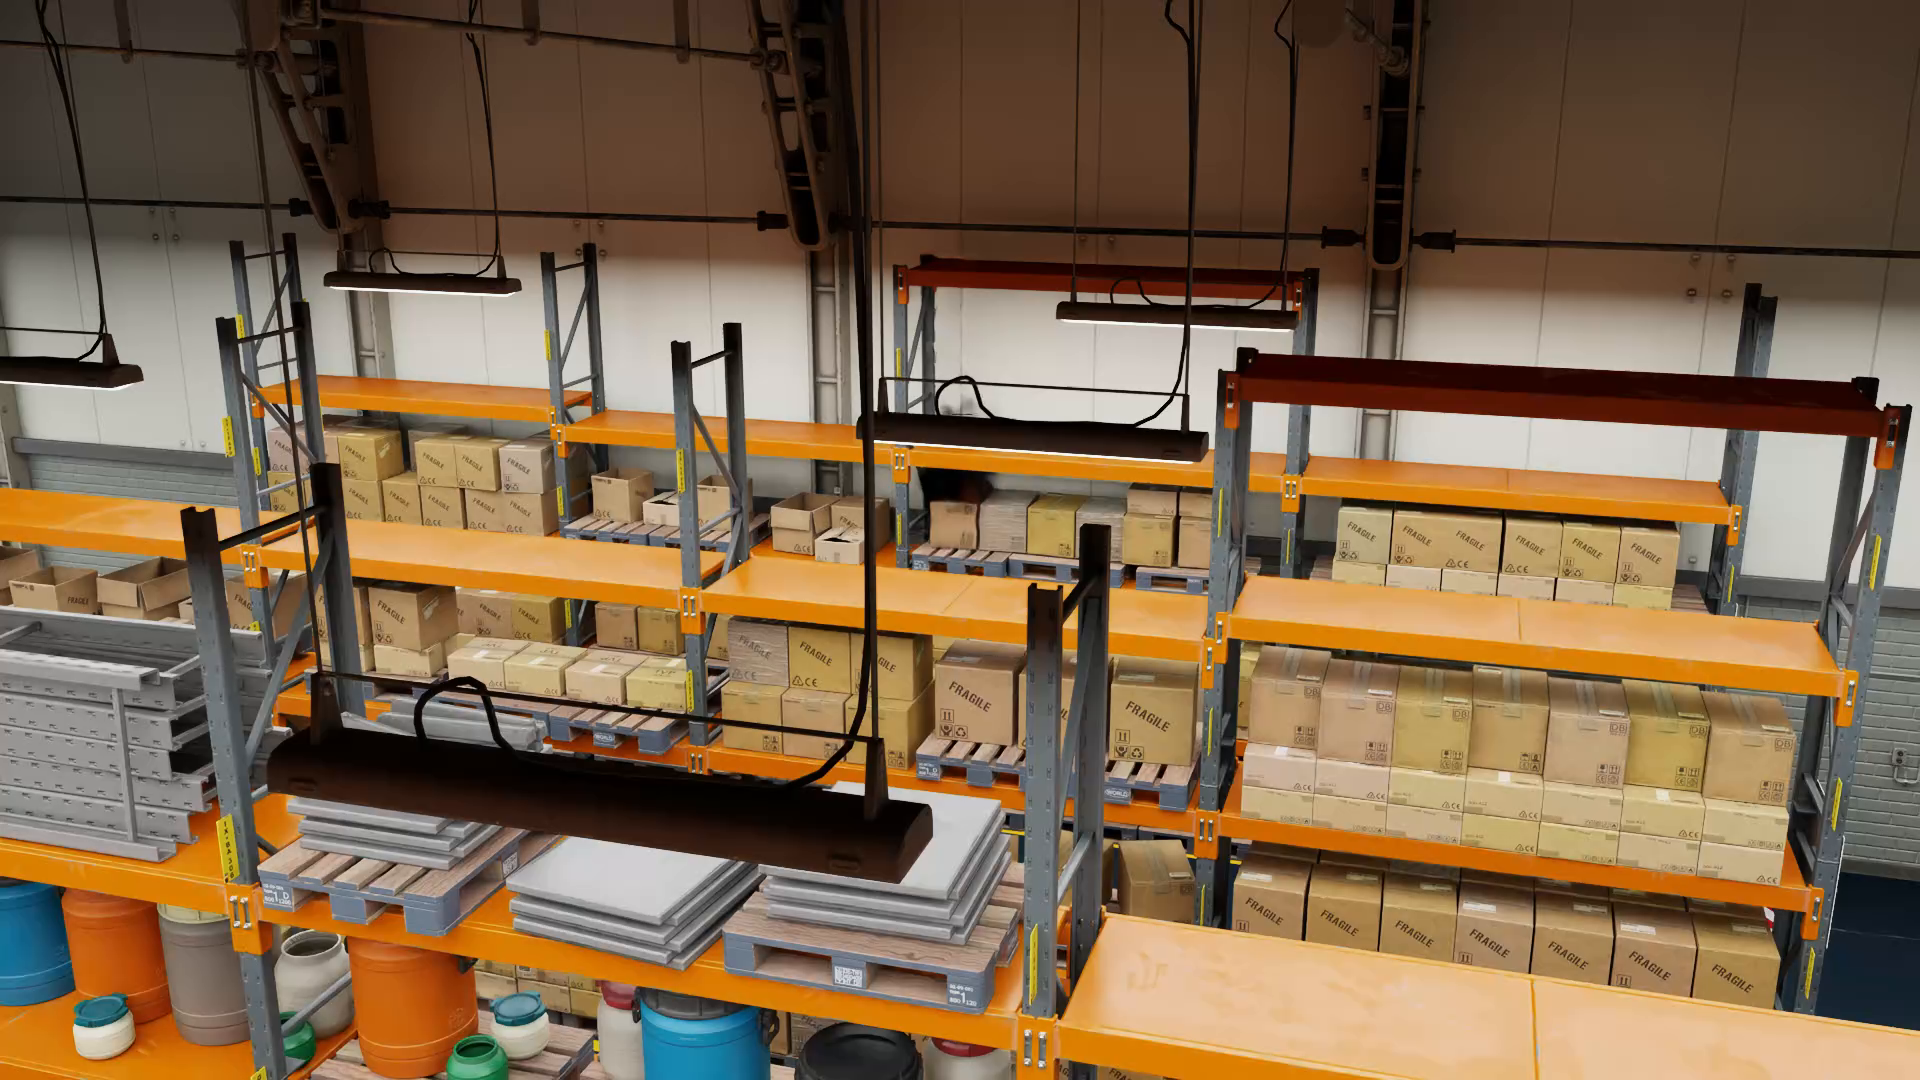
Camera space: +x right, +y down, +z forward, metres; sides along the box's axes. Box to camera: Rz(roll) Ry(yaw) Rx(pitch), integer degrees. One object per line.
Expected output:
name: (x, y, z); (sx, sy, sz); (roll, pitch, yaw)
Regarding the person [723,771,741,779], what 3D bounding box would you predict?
person: (-2.040, 2.909, 15.811); (1.100, 1.603, 0.738); (3, 16, 11)
